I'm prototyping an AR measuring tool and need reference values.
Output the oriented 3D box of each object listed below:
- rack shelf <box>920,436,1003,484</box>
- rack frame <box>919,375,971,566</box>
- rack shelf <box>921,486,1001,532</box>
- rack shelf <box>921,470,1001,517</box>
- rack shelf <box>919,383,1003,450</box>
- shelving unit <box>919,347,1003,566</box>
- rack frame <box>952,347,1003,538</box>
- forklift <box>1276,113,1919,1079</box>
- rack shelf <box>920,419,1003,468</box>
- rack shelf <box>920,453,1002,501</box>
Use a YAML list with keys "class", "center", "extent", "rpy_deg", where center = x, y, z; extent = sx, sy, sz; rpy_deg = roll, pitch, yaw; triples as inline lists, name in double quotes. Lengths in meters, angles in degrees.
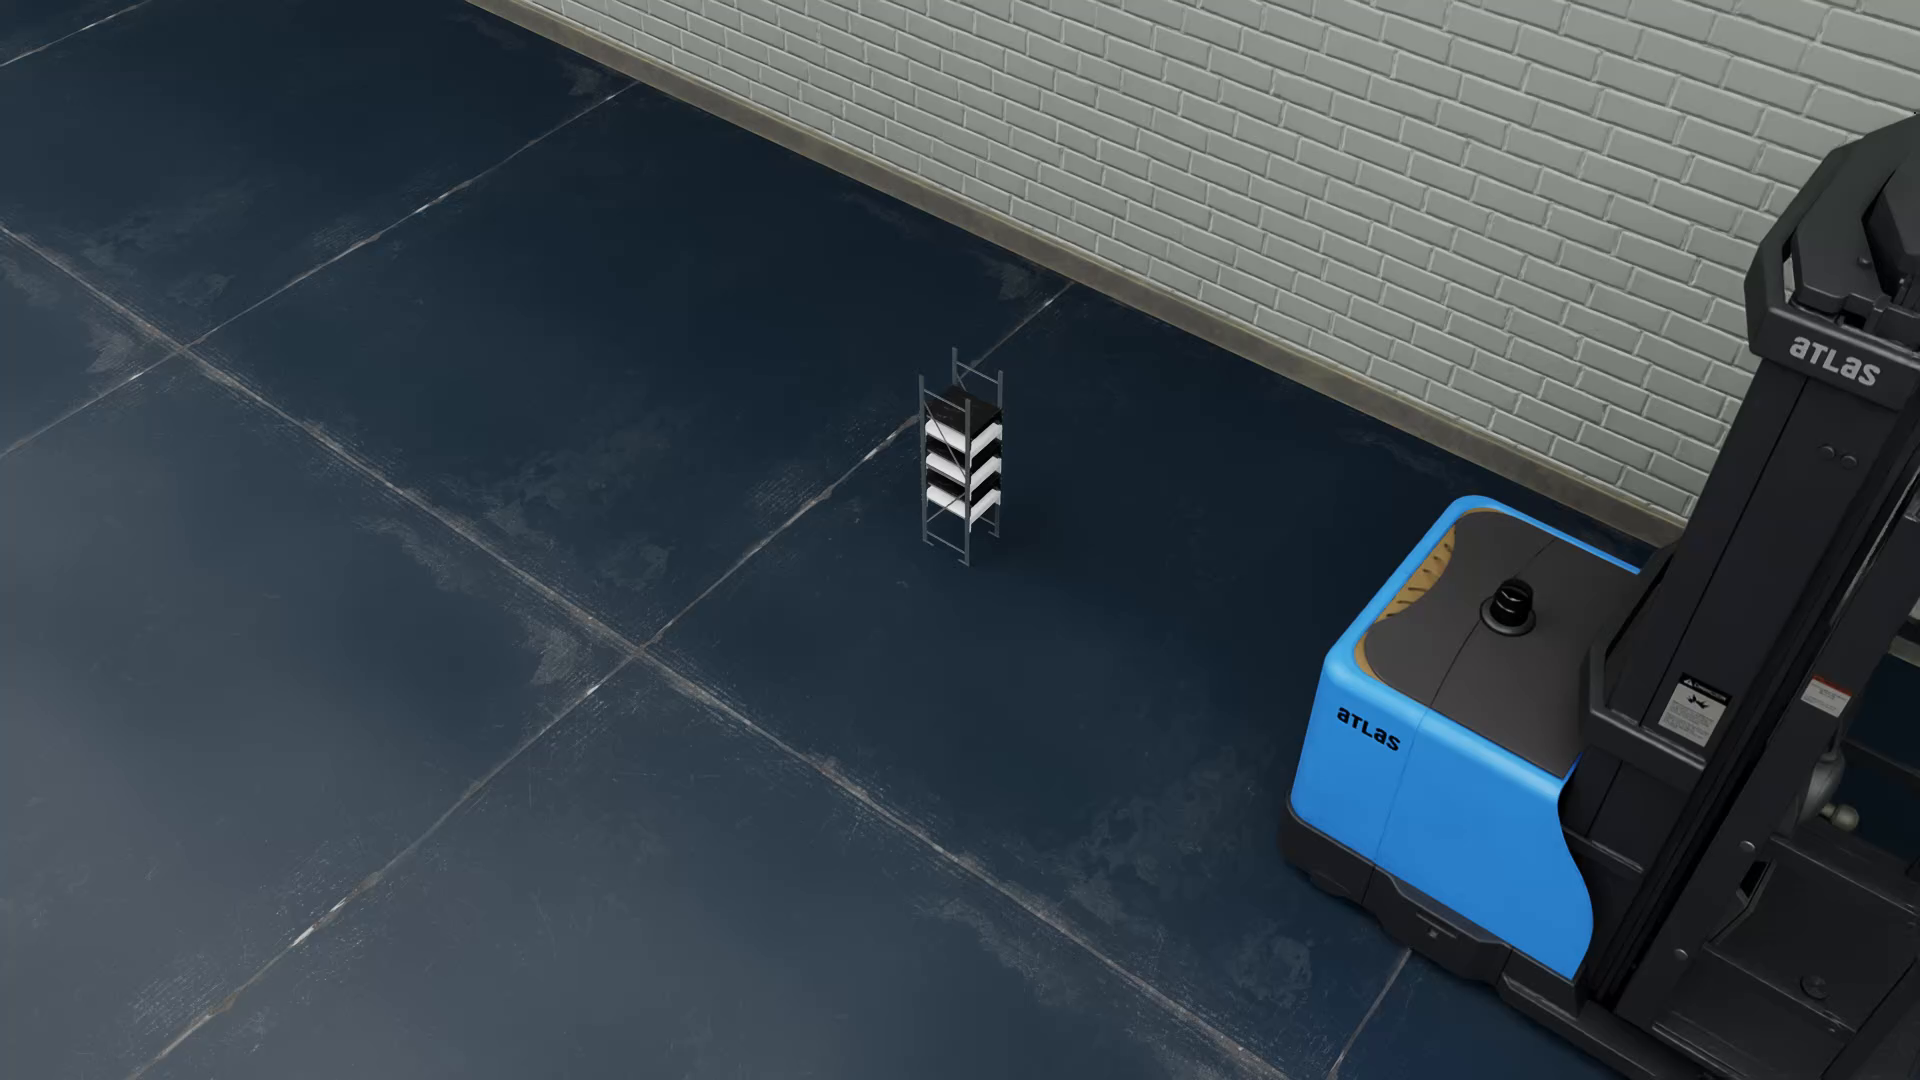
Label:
- class: "rack shelf"
  center: [0.005, -0.355, 6.553]
  extent: [0.258, 0.077, 0.200]
  rpy_deg: [29, 53, 25]
- class: "rack frame"
  center: [-0.057, -0.257, 6.538]
  extent: [0.240, 0.900, 0.006]
  rpy_deg: [29, 53, 25]
- class: "rack shelf"
  center: [0.005, -0.168, 6.748]
  extent: [0.258, 0.077, 0.200]
  rpy_deg: [29, 53, 25]
- class: "rack shelf"
  center: [0.005, -0.230, 6.683]
  extent: [0.258, 0.077, 0.200]
  rpy_deg: [29, 53, 25]
- class: "rack shelf"
  center: [0.005, -0.479, 6.423]
  extent: [0.258, 0.077, 0.200]
  rpy_deg: [29, 53, 25]
- class: "shelving unit"
  center: [0.005, -0.315, 6.594]
  extent: [0.258, 0.900, 0.210]
  rpy_deg: [29, 53, 25]
- class: "rack frame"
  center: [0.067, -0.374, 6.649]
  extent: [0.240, 0.900, 0.006]
  rpy_deg: [29, 53, 25]
- class: "forklift"
  center: [2.575, 0.487, 4.422]
  extent: [3.031, 2.935, 1.130]
  rpy_deg: [30, 53, 25]
- class: "rack shelf"
  center: [0.005, -0.417, 6.488]
  extent: [0.258, 0.077, 0.200]
  rpy_deg: [29, 53, 25]
- class: "rack shelf"
  center: [0.005, -0.292, 6.618]
  extent: [0.258, 0.077, 0.200]
  rpy_deg: [29, 53, 25]
